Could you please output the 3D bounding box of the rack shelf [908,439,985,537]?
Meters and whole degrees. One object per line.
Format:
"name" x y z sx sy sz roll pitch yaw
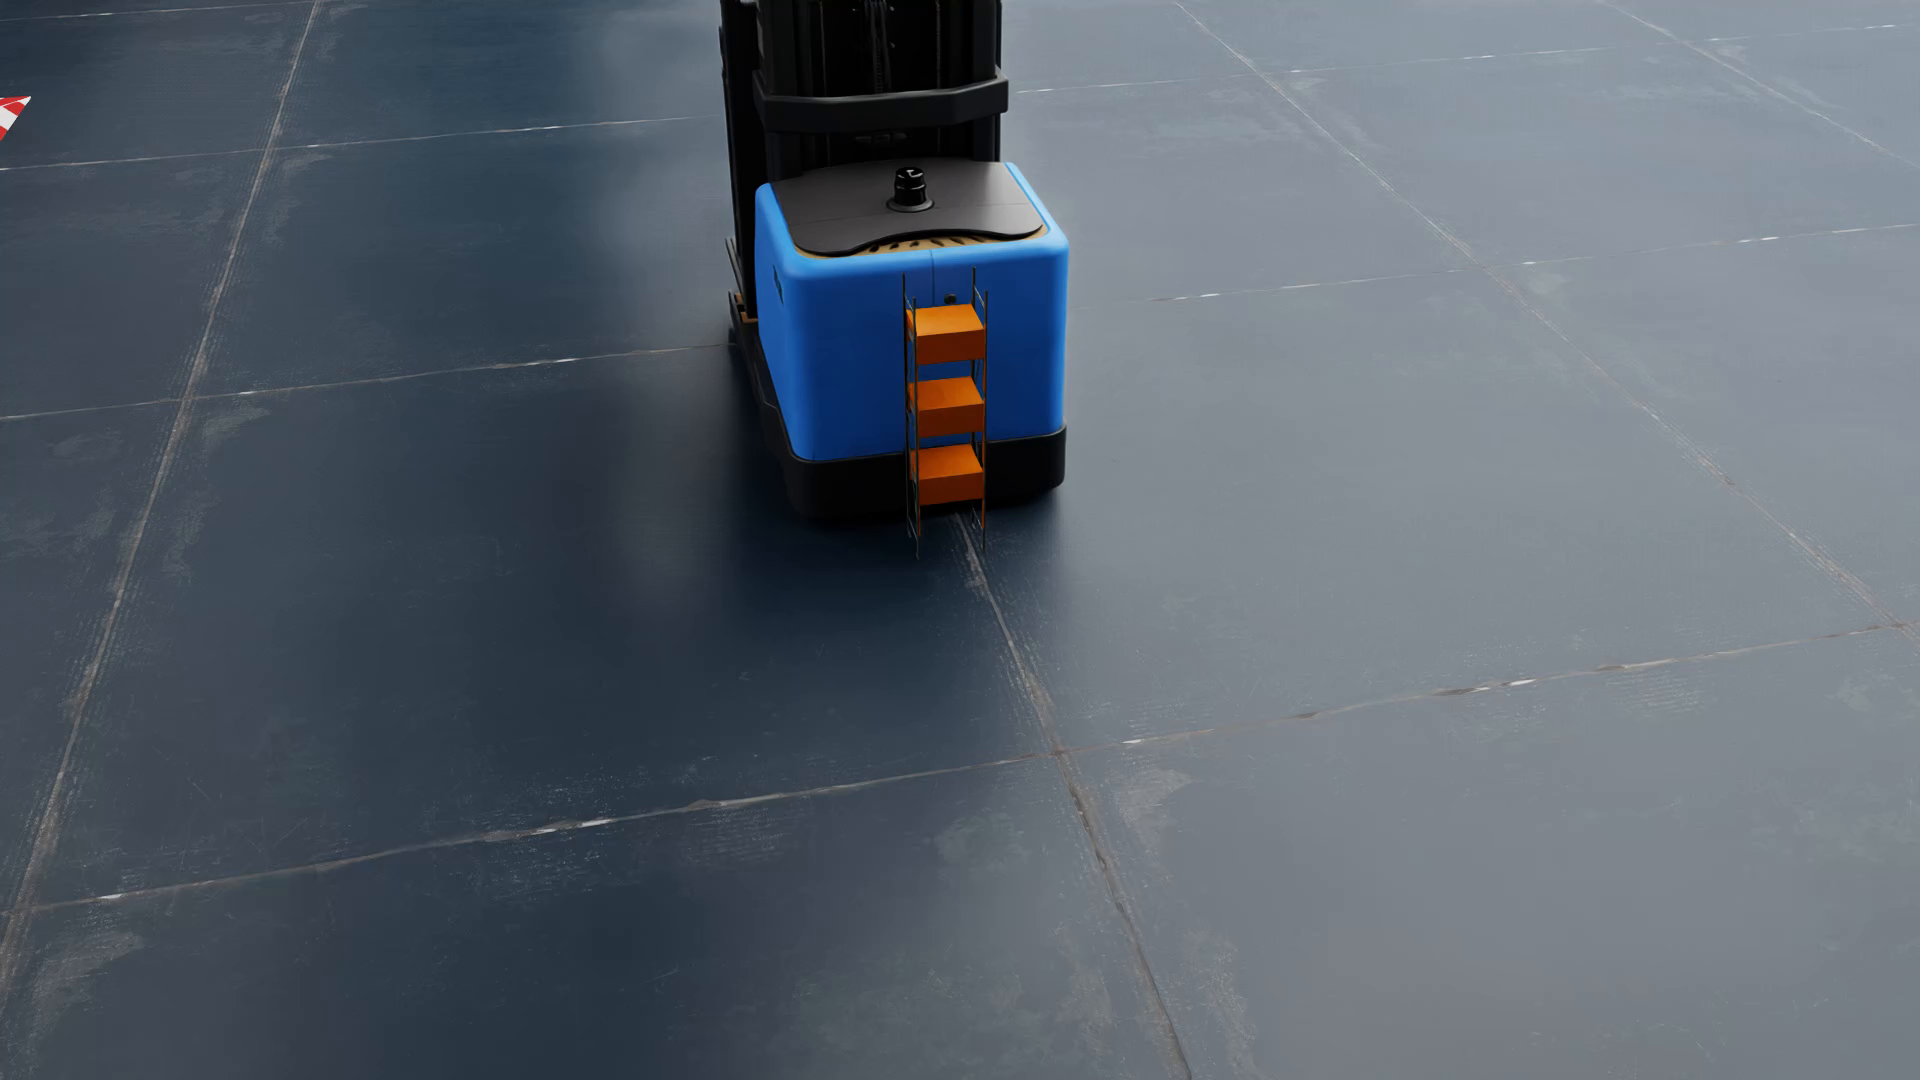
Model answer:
"rack shelf" -0.052 -0.190 6.021 0.240 0.259 0.215 -7 35 -11

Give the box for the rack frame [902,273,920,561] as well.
"rack frame" -0.171 -0.414 5.838 0.008 1.050 0.200 -7 35 -11

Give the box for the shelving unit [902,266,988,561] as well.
"shelving unit" -0.052 -0.429 5.860 0.252 1.050 0.215 -7 35 -11

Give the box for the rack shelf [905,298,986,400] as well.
"rack shelf" -0.052 -0.656 5.708 0.240 0.259 0.215 -7 35 -11

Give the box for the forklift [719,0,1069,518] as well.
"forklift" -0.433 -2.112 6.680 1.130 2.935 3.031 -7 35 -11

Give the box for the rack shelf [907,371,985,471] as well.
"rack shelf" -0.052 -0.421 5.866 0.240 0.259 0.215 -7 35 -11

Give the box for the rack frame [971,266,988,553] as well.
"rack frame" 0.067 -0.444 5.882 0.008 1.050 0.200 -7 35 -11
